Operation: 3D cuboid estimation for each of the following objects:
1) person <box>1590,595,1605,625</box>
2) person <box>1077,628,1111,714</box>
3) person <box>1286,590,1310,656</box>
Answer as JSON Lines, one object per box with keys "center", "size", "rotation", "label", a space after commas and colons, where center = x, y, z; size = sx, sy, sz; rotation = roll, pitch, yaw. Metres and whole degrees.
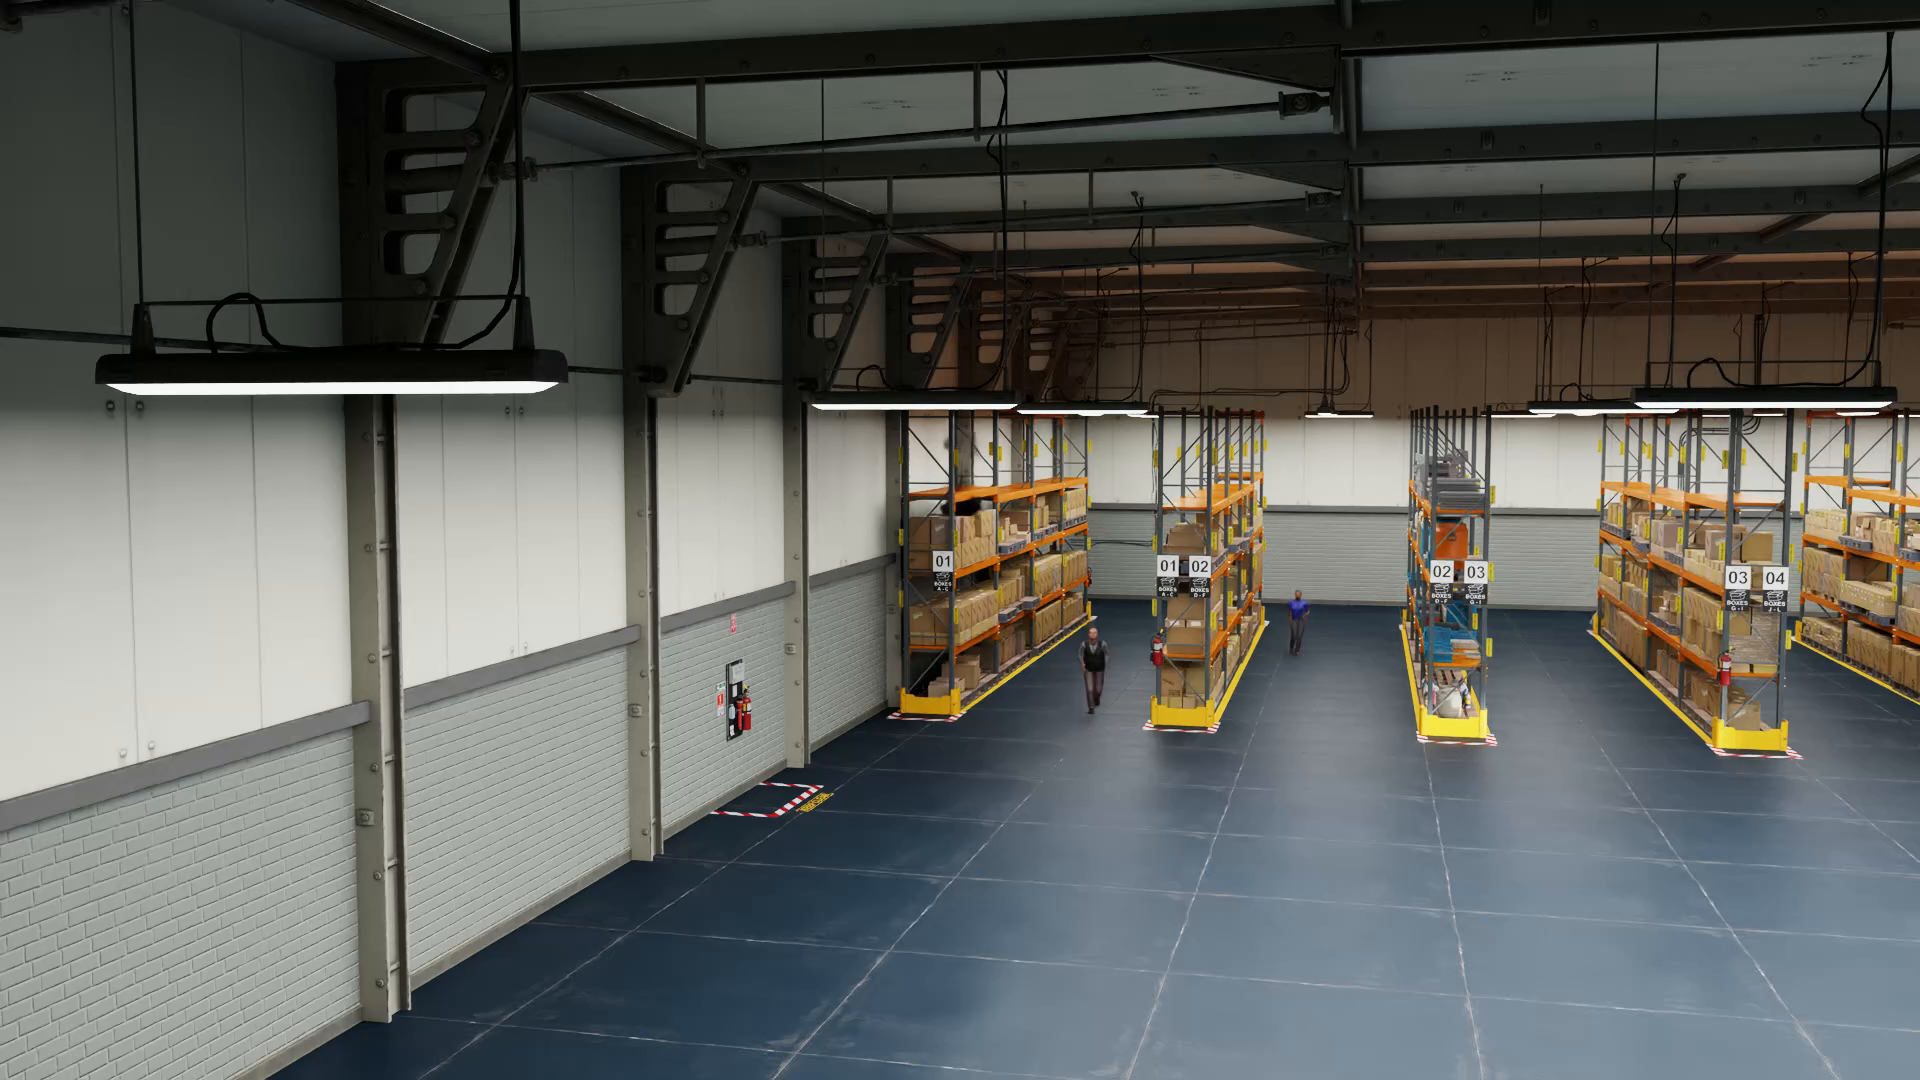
{"center": [17.747, 1.581, 45.537], "size": [0.908, 1.775, 0.640], "rotation": [2, 4, 23], "label": "person"}
{"center": [2.614, 2.548, 32.505], "size": [0.658, 1.678, 0.648], "rotation": [0, 4, 5], "label": "person"}
{"center": [8.190, 2.022, 40.283], "size": [0.560, 1.621, 0.573], "rotation": [1, 4, 10], "label": "person"}
